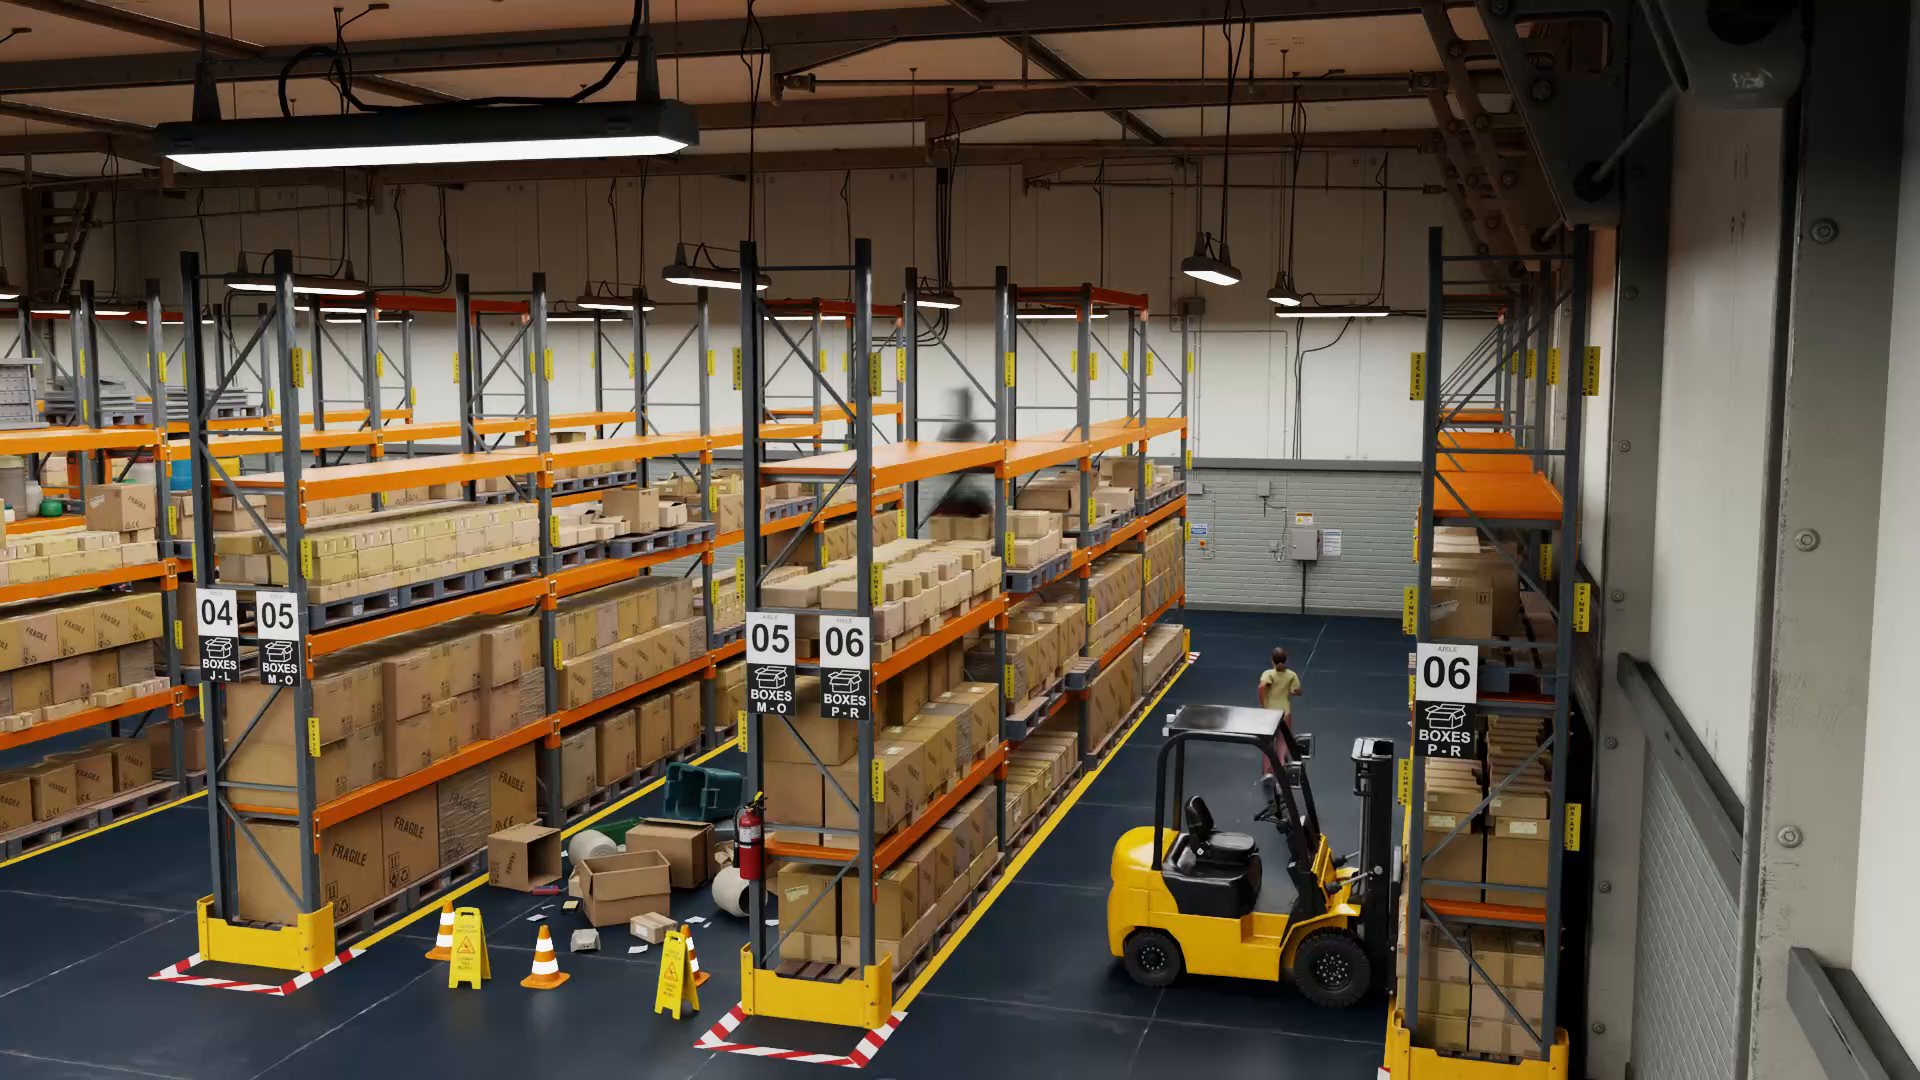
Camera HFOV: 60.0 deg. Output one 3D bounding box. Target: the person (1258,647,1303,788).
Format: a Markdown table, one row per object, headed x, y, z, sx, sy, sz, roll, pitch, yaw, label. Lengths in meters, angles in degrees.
| x | y | z | sx | sy | sz | roll | pitch | yaw | label |
| --- | --- | --- | --- | --- | --- | --- | --- | --- | --- |
| 3.779 | 2.128 | 19.715 | 0.565 | 1.712 | 0.798 | 0 | 6 | 3 | person |
